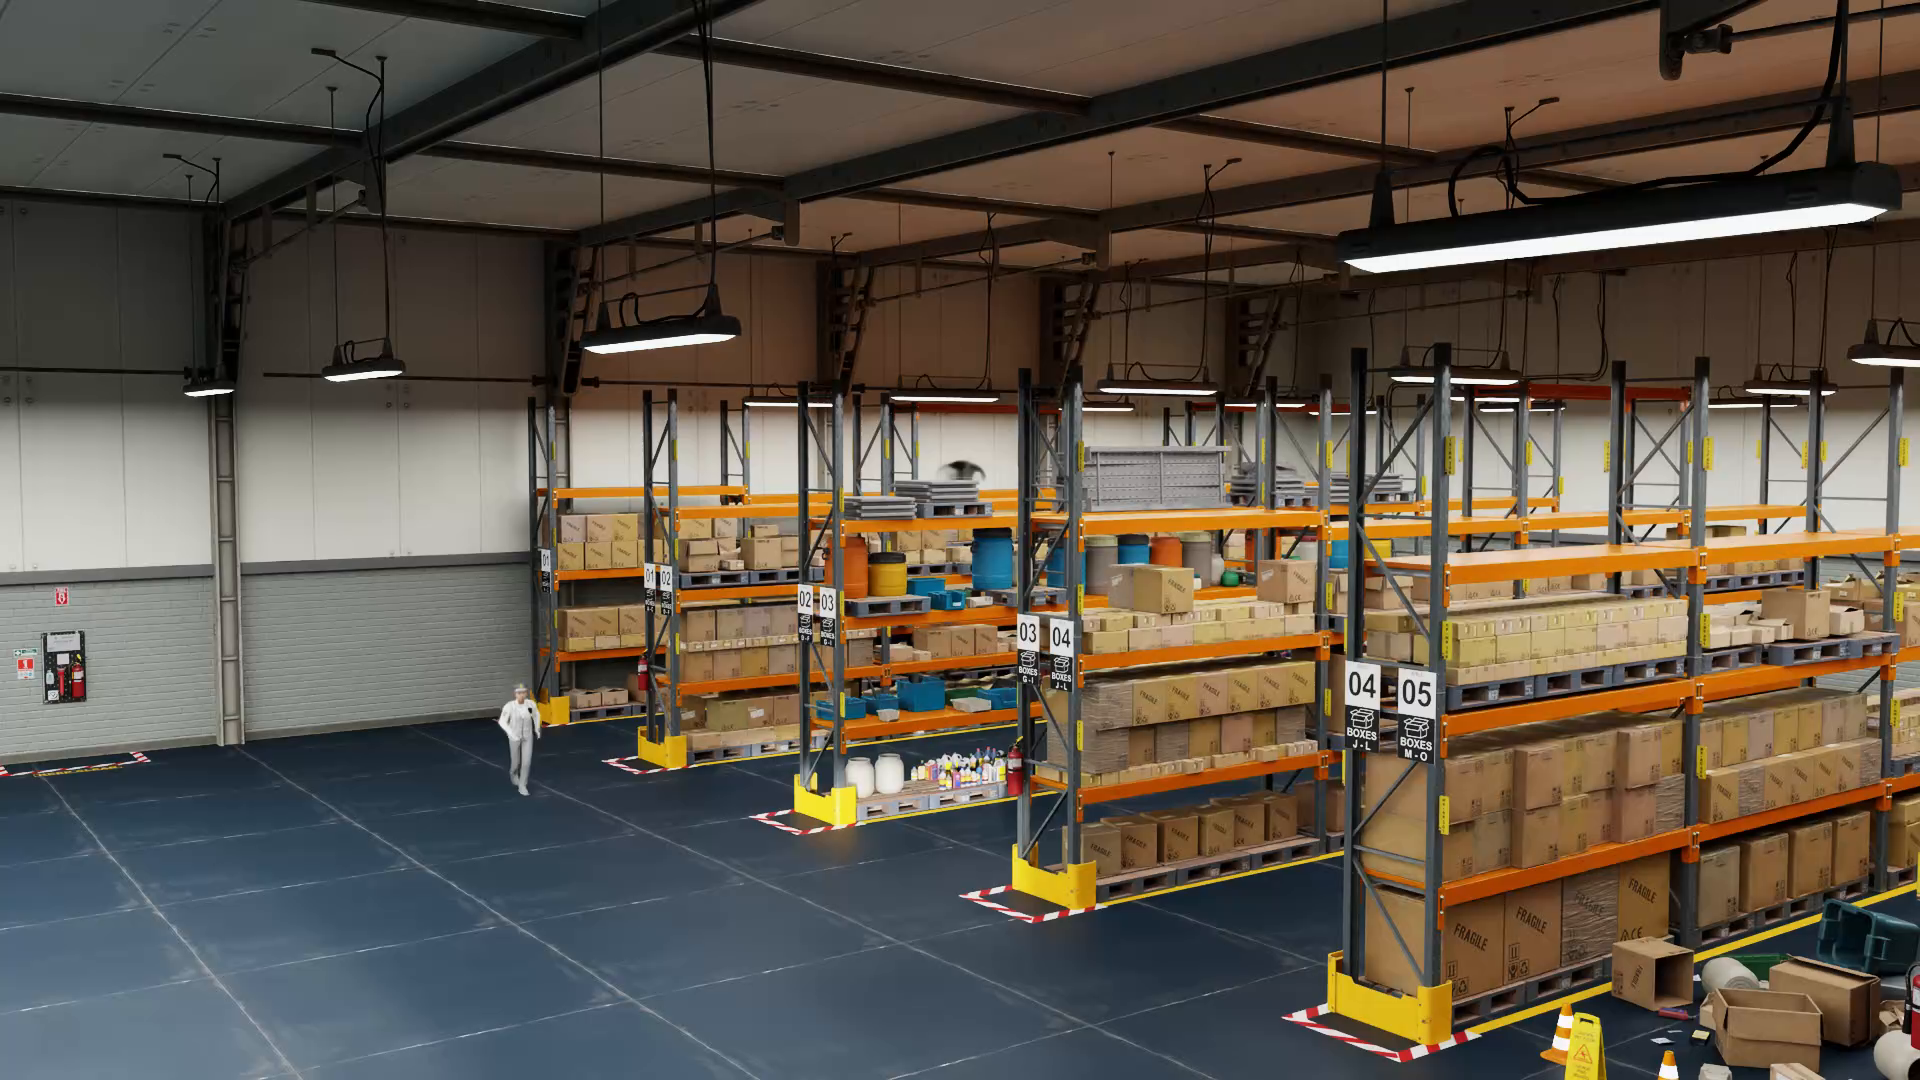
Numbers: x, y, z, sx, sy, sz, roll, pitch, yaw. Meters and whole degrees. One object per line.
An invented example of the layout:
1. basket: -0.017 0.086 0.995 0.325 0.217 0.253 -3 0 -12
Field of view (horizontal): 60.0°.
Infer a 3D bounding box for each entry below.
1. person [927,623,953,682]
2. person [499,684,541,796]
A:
1. person: -0.432 2.448 33.234 0.625 1.629 0.803 1 3 12
2. person: -6.497 2.902 24.537 0.617 1.648 0.747 -1 4 -23
